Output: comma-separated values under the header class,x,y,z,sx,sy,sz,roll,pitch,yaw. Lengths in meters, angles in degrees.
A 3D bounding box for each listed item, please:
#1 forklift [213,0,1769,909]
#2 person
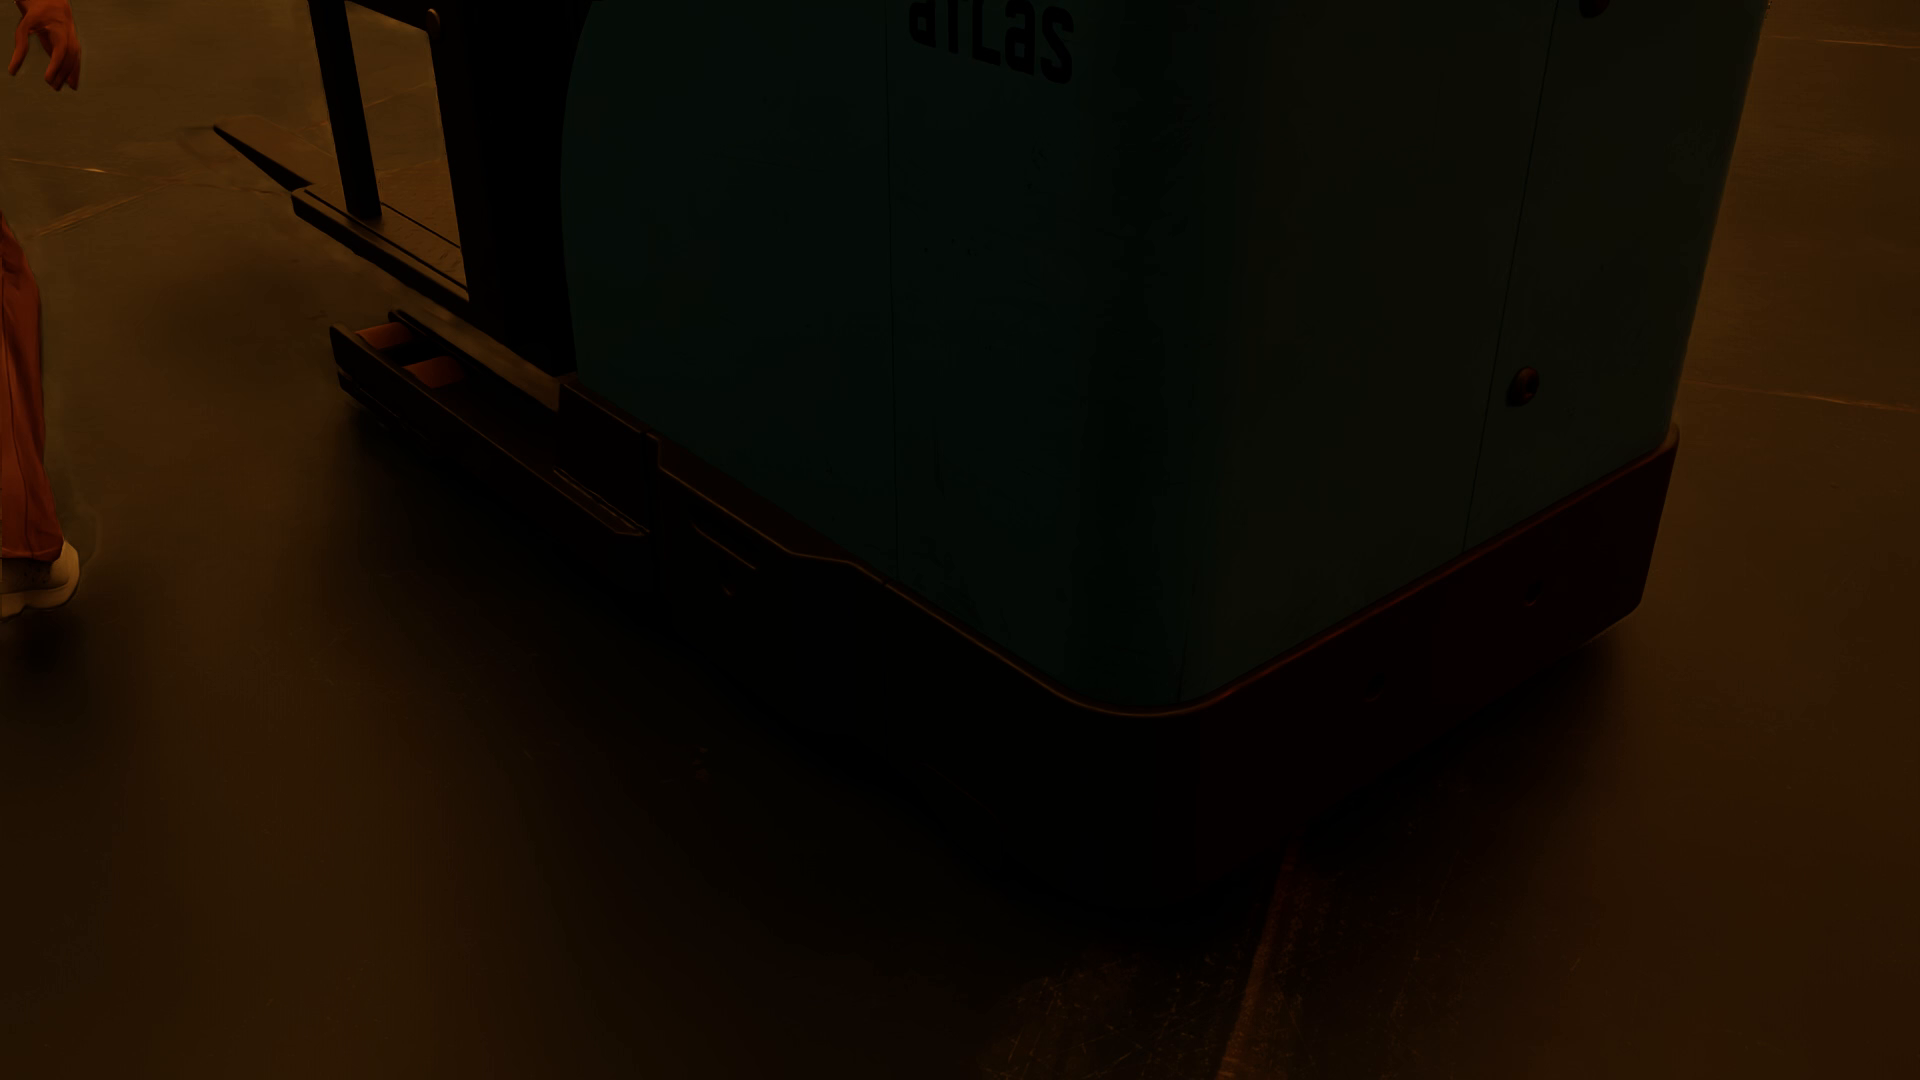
class,x,y,z,sx,sy,sz,roll,pitch,yaw
forklift,-0.419,-1.551,2.264,1.130,2.935,3.031,-23,37,-34
person,-1.447,-0.588,1.903,0.800,1.571,0.483,-9,31,-15
